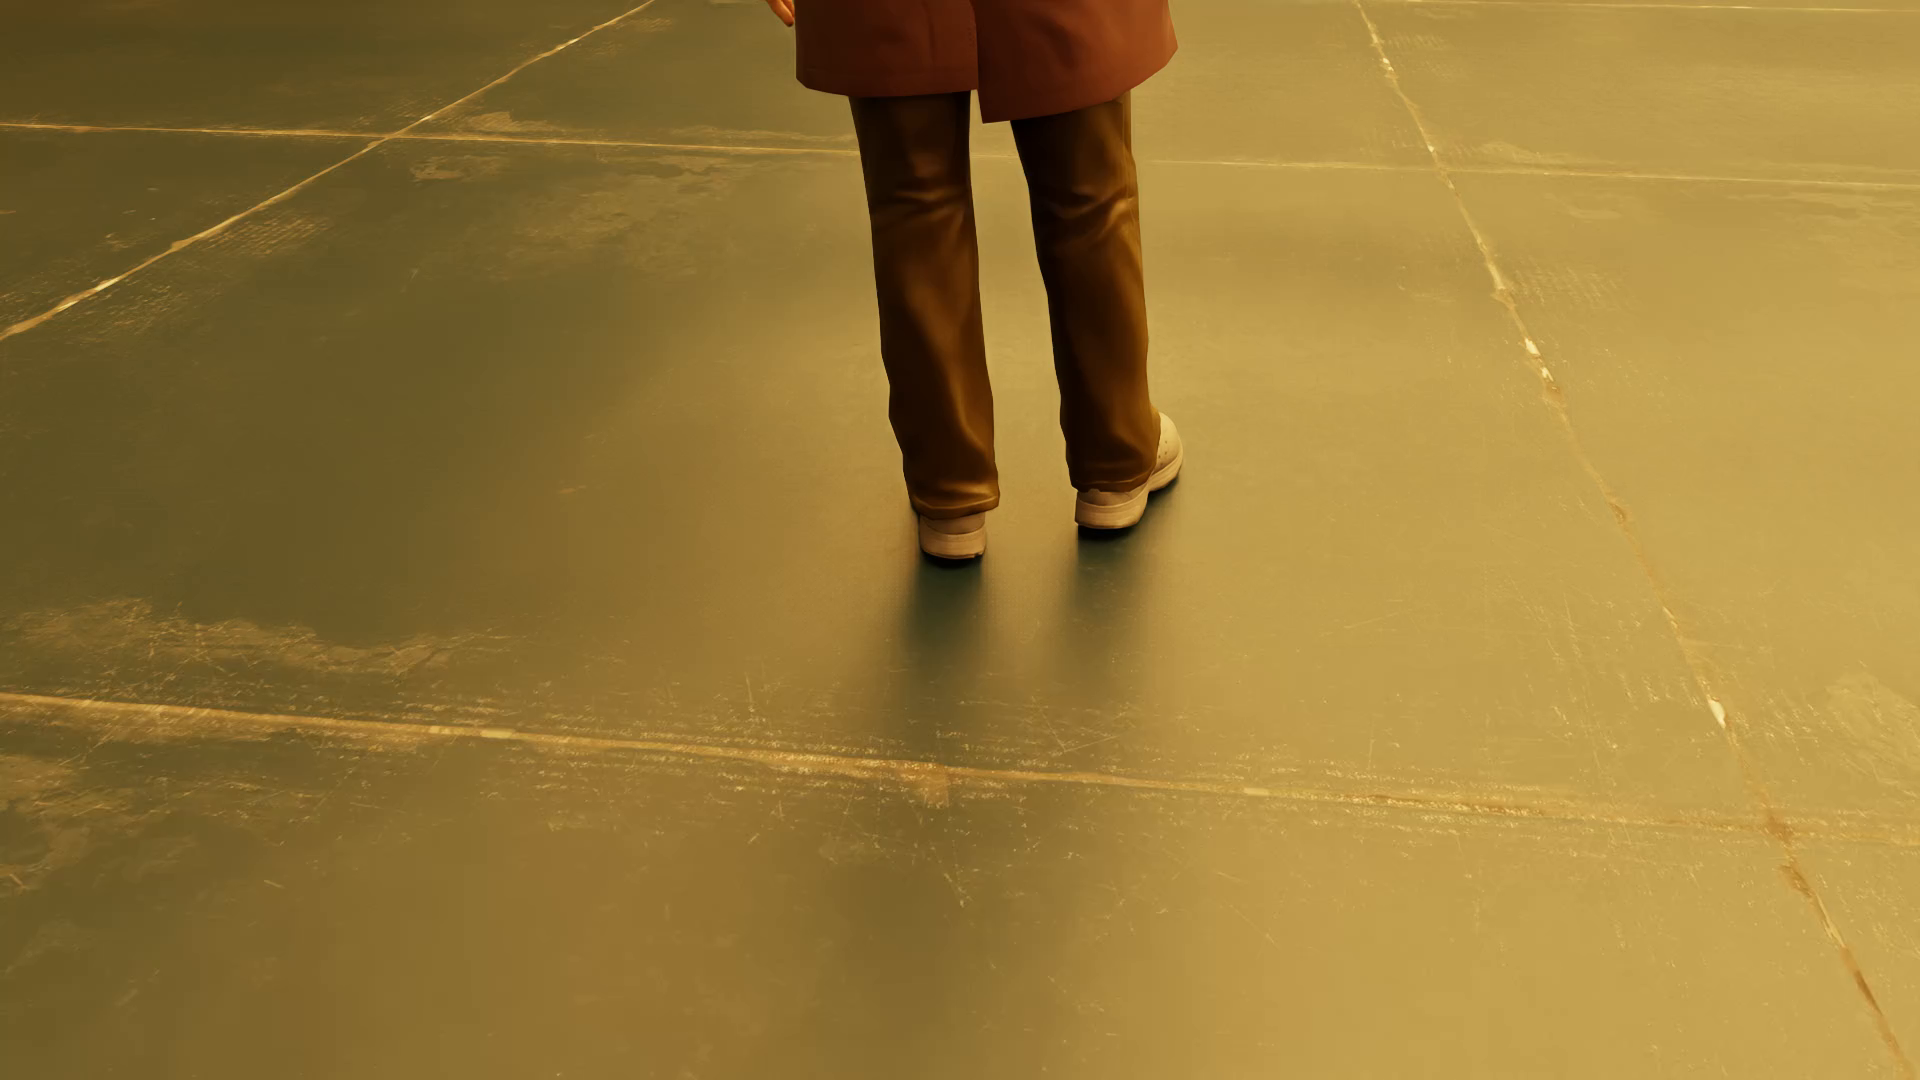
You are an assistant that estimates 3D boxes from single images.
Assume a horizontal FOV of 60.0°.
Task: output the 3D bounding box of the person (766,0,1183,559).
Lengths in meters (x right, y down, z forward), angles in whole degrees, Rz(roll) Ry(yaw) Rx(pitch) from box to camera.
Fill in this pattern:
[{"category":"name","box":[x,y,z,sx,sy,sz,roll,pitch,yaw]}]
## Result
[{"category":"person","box":[0.016,-0.843,2.181,0.698,1.778,0.579,3,27,7]}]
